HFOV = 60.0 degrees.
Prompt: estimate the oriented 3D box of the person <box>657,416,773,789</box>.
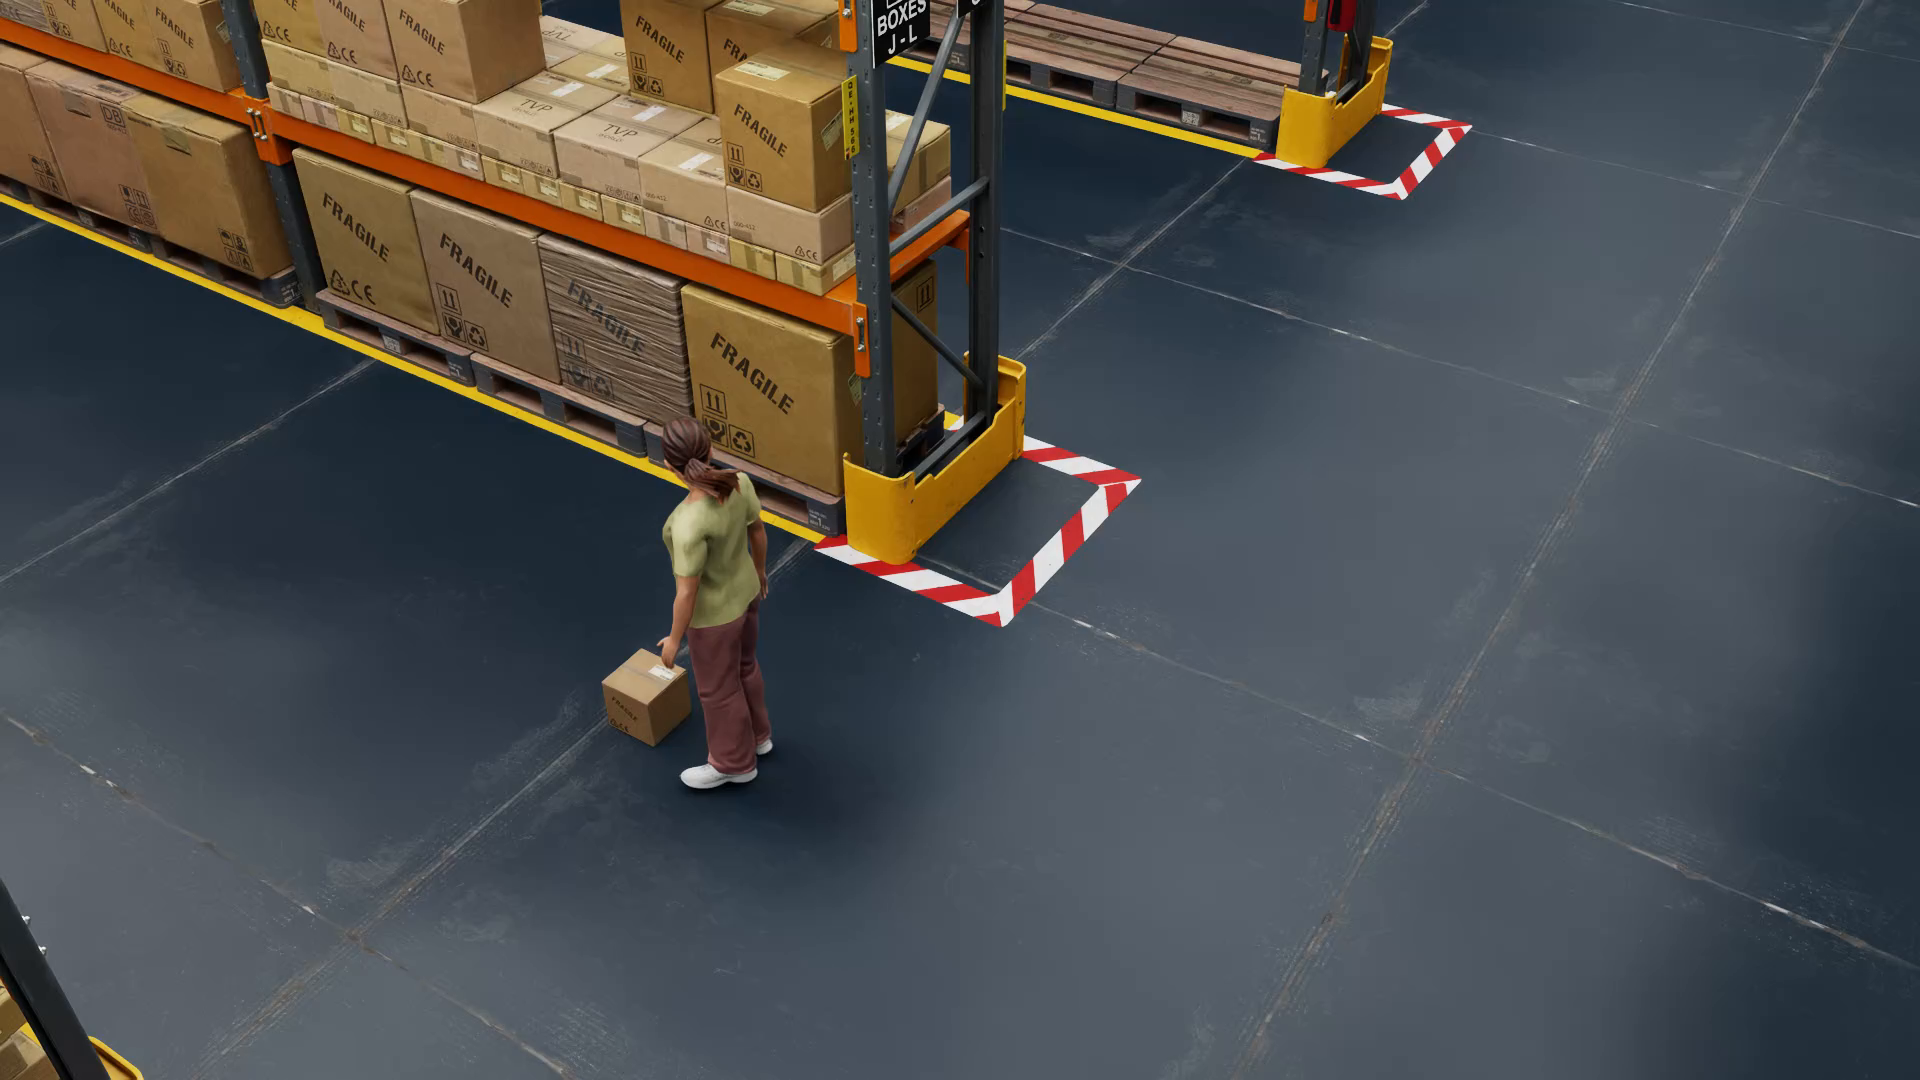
[{"bbox_3d":[-0.929,0.279,6.324,0.327,1.696,0.530,13,40,16],"label":"person"}]
